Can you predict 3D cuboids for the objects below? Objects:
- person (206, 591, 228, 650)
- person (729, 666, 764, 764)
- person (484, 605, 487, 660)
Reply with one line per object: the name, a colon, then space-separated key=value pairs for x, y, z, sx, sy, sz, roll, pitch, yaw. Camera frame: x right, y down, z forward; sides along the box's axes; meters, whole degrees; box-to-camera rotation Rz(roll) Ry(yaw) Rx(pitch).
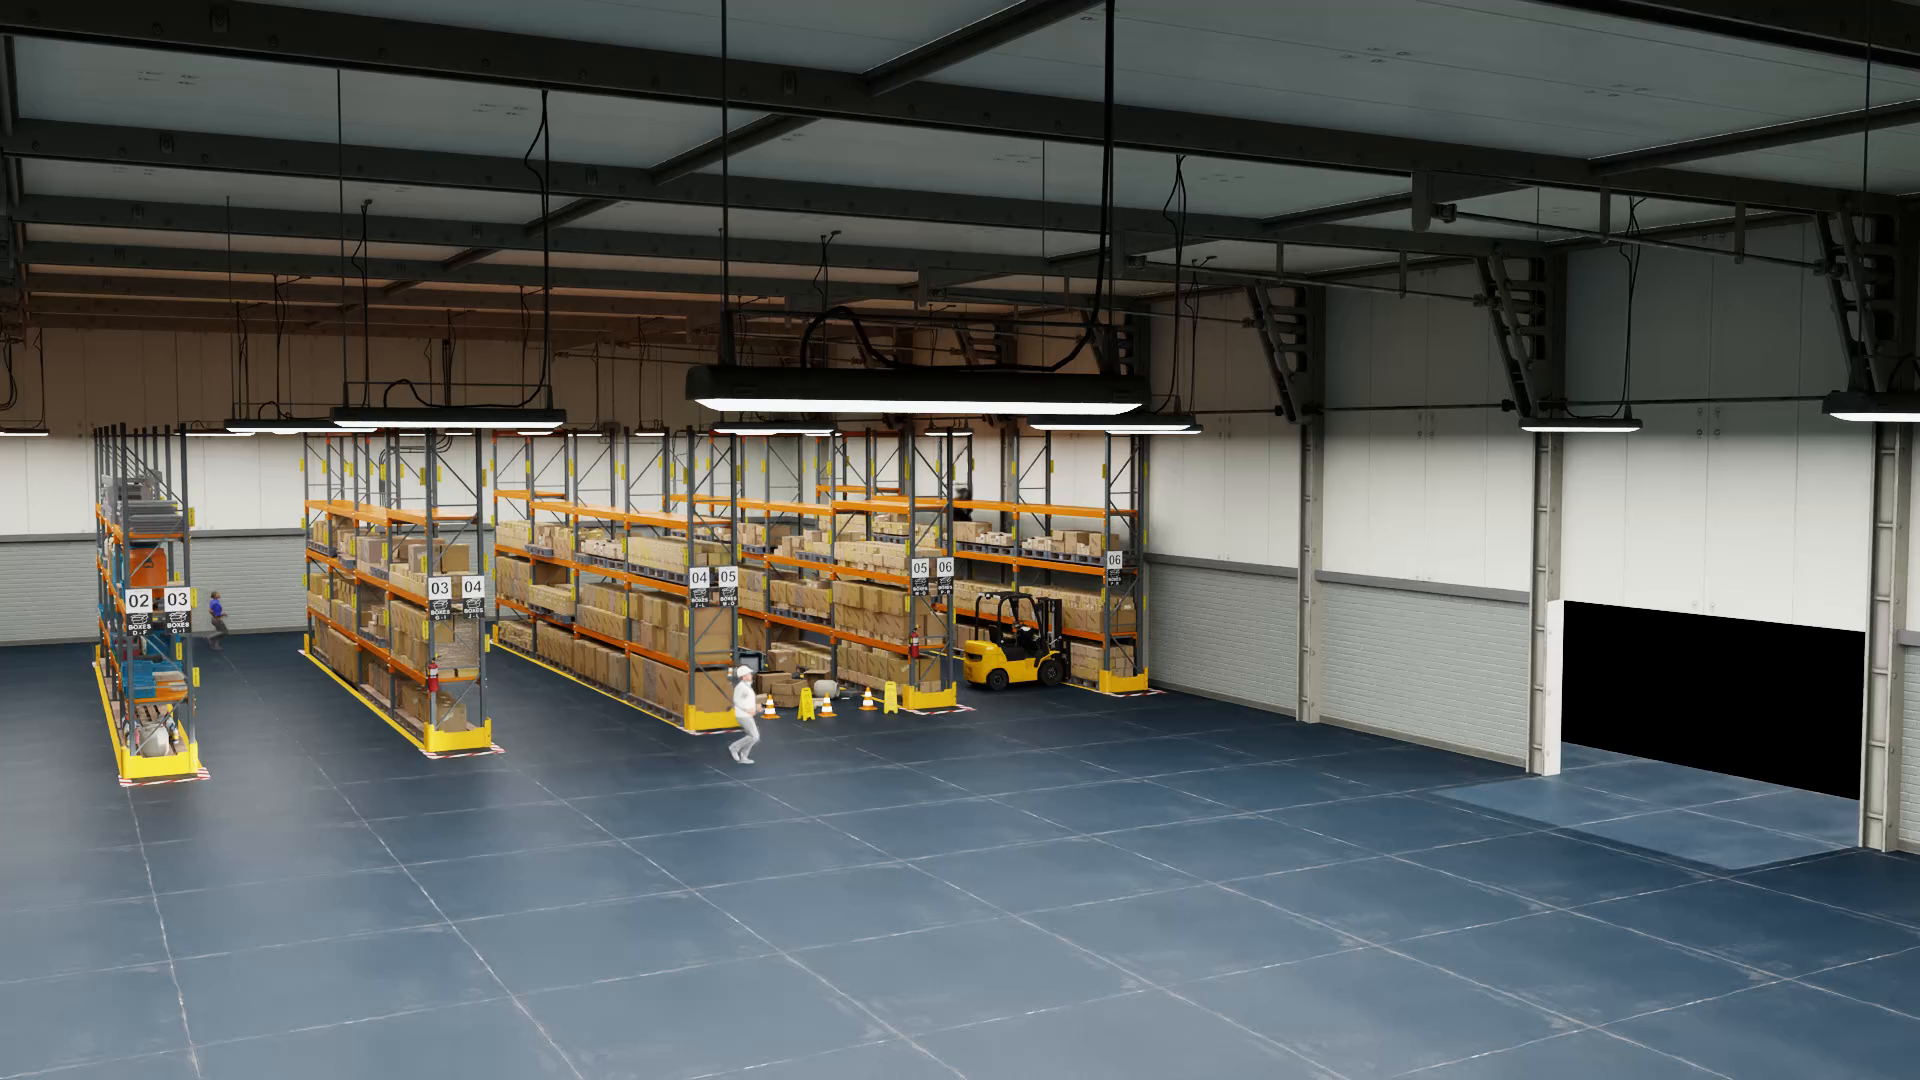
person: x=-20.222 y=2.185 z=45.263 sx=0.558 sy=1.612 sz=0.574 roll=-2 pitch=4 yaw=-24
person: x=-3.766 y=3.081 z=29.292 sx=0.577 sy=1.726 sz=0.640 roll=0 pitch=3 yaw=2
person: x=-12.571 y=2.260 z=43.389 sx=0.558 sy=1.759 sz=0.771 roll=-2 pitch=4 yaw=-30
